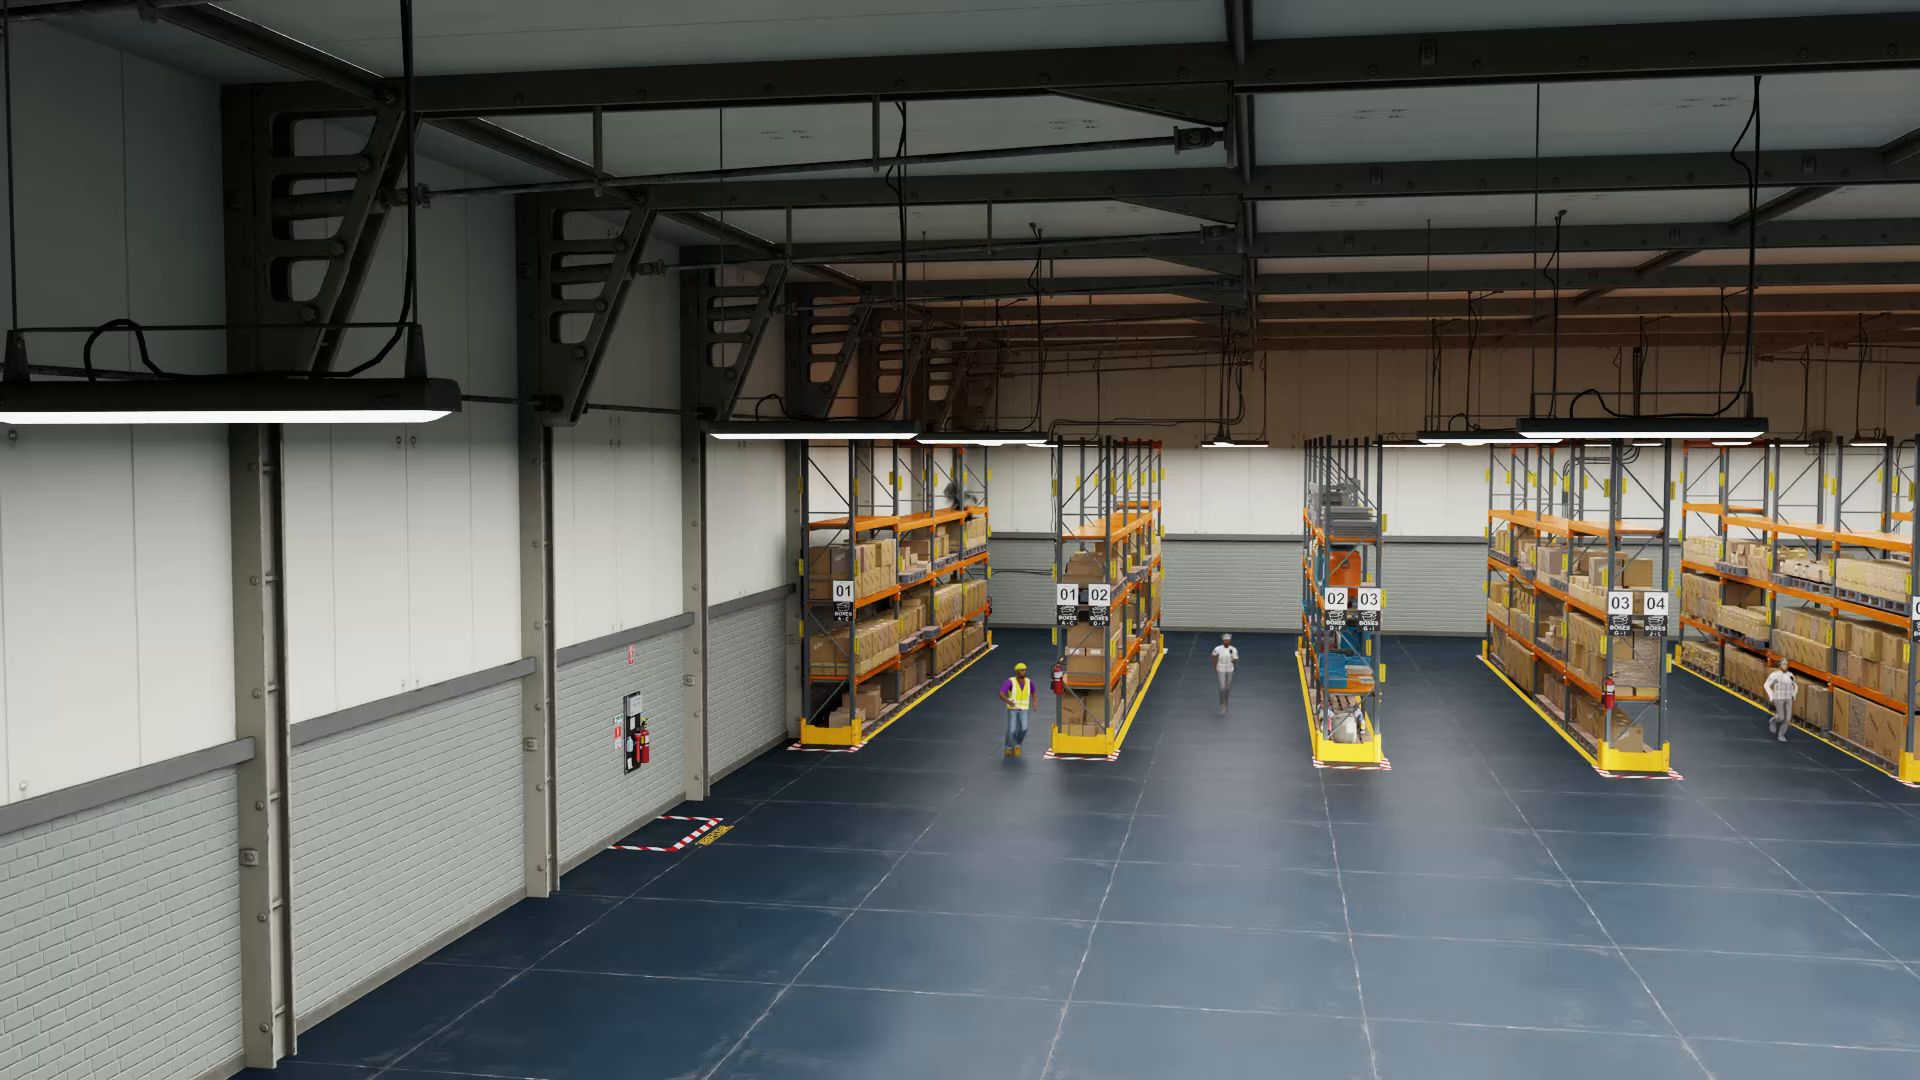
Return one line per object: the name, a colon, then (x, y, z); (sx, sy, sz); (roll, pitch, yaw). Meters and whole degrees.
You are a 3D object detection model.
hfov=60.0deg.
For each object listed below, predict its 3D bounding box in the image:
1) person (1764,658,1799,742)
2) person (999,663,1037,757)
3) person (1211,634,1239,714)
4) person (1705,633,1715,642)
person: (16.205, 3.133, 32.753); (0.618, 1.653, 0.550); (0, 3, 4)
person: (1.113, 3.176, 31.098); (0.779, 1.738, 0.598); (-1, 3, -15)
person: (5.805, 2.916, 36.364); (0.560, 1.759, 0.783); (0, 3, -3)
person: (20.615, 2.400, 45.701); (0.771, 1.720, 0.860); (-2, 4, -36)
